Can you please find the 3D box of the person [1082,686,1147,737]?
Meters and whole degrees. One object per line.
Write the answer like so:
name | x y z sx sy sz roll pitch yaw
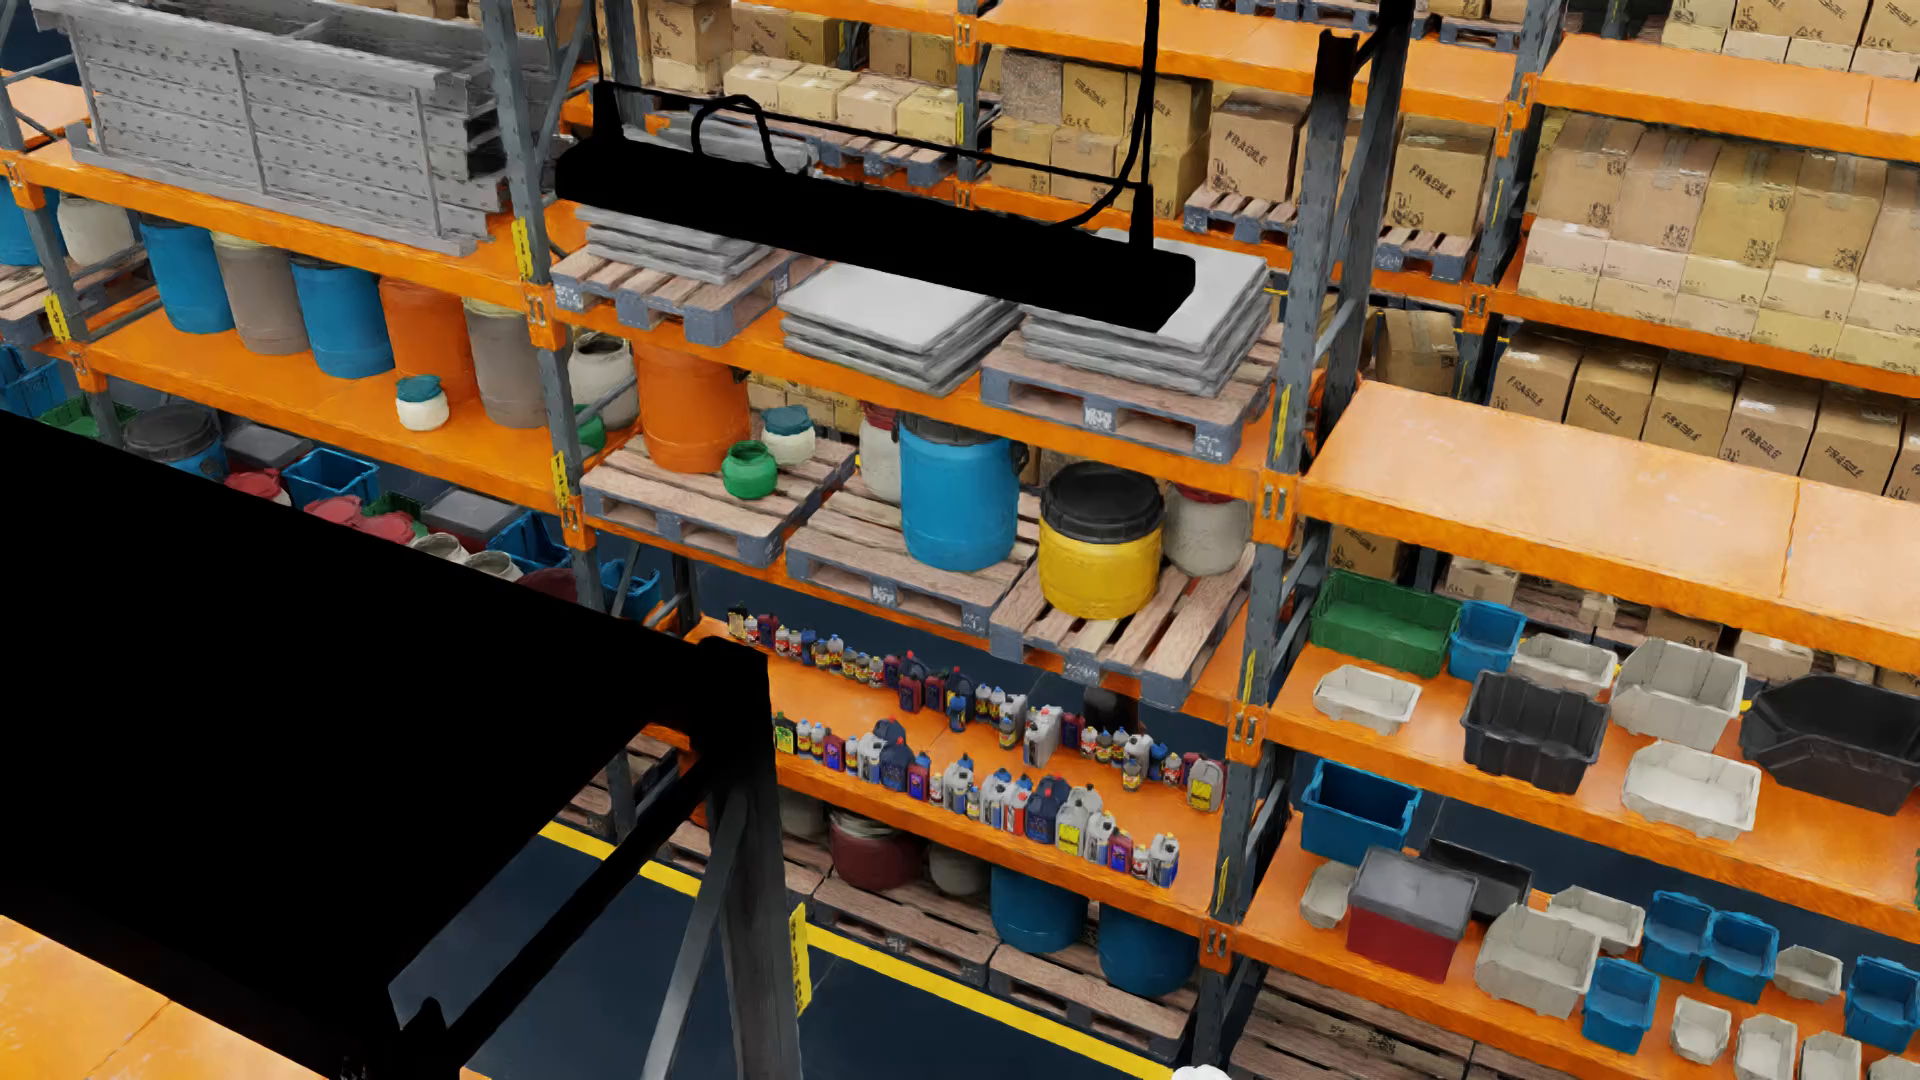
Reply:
person | 1.029 1.051 10.913 0.545 1.652 0.574 -22 40 -28

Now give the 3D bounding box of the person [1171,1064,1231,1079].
person | 1.228 3.130 7.923 0.574 1.725 0.677 15 38 20
